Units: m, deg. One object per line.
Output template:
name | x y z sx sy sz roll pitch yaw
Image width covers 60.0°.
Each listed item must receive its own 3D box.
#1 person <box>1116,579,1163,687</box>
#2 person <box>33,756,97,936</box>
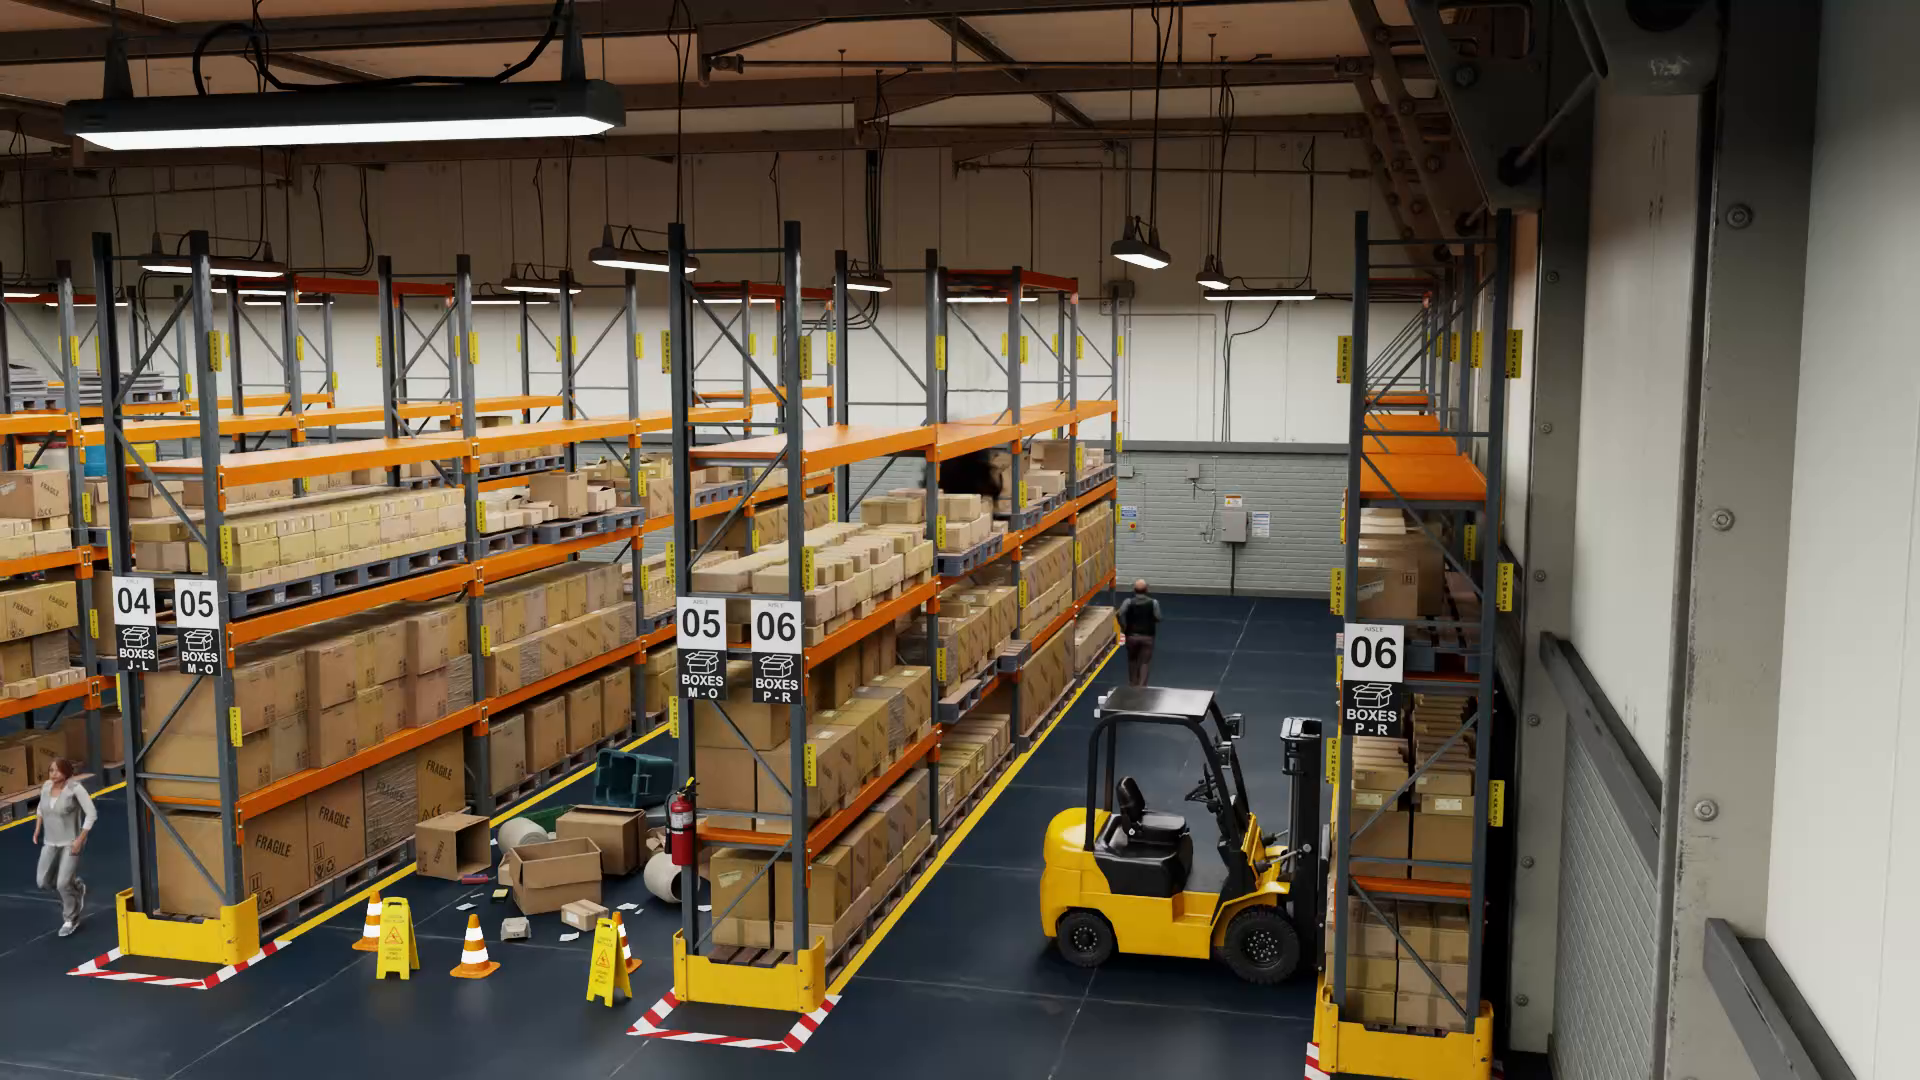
person | 2.549 1.432 23.600 0.641 1.770 0.740 1 7 11
person | -7.803 2.651 14.480 0.569 1.573 0.493 1 7 9
